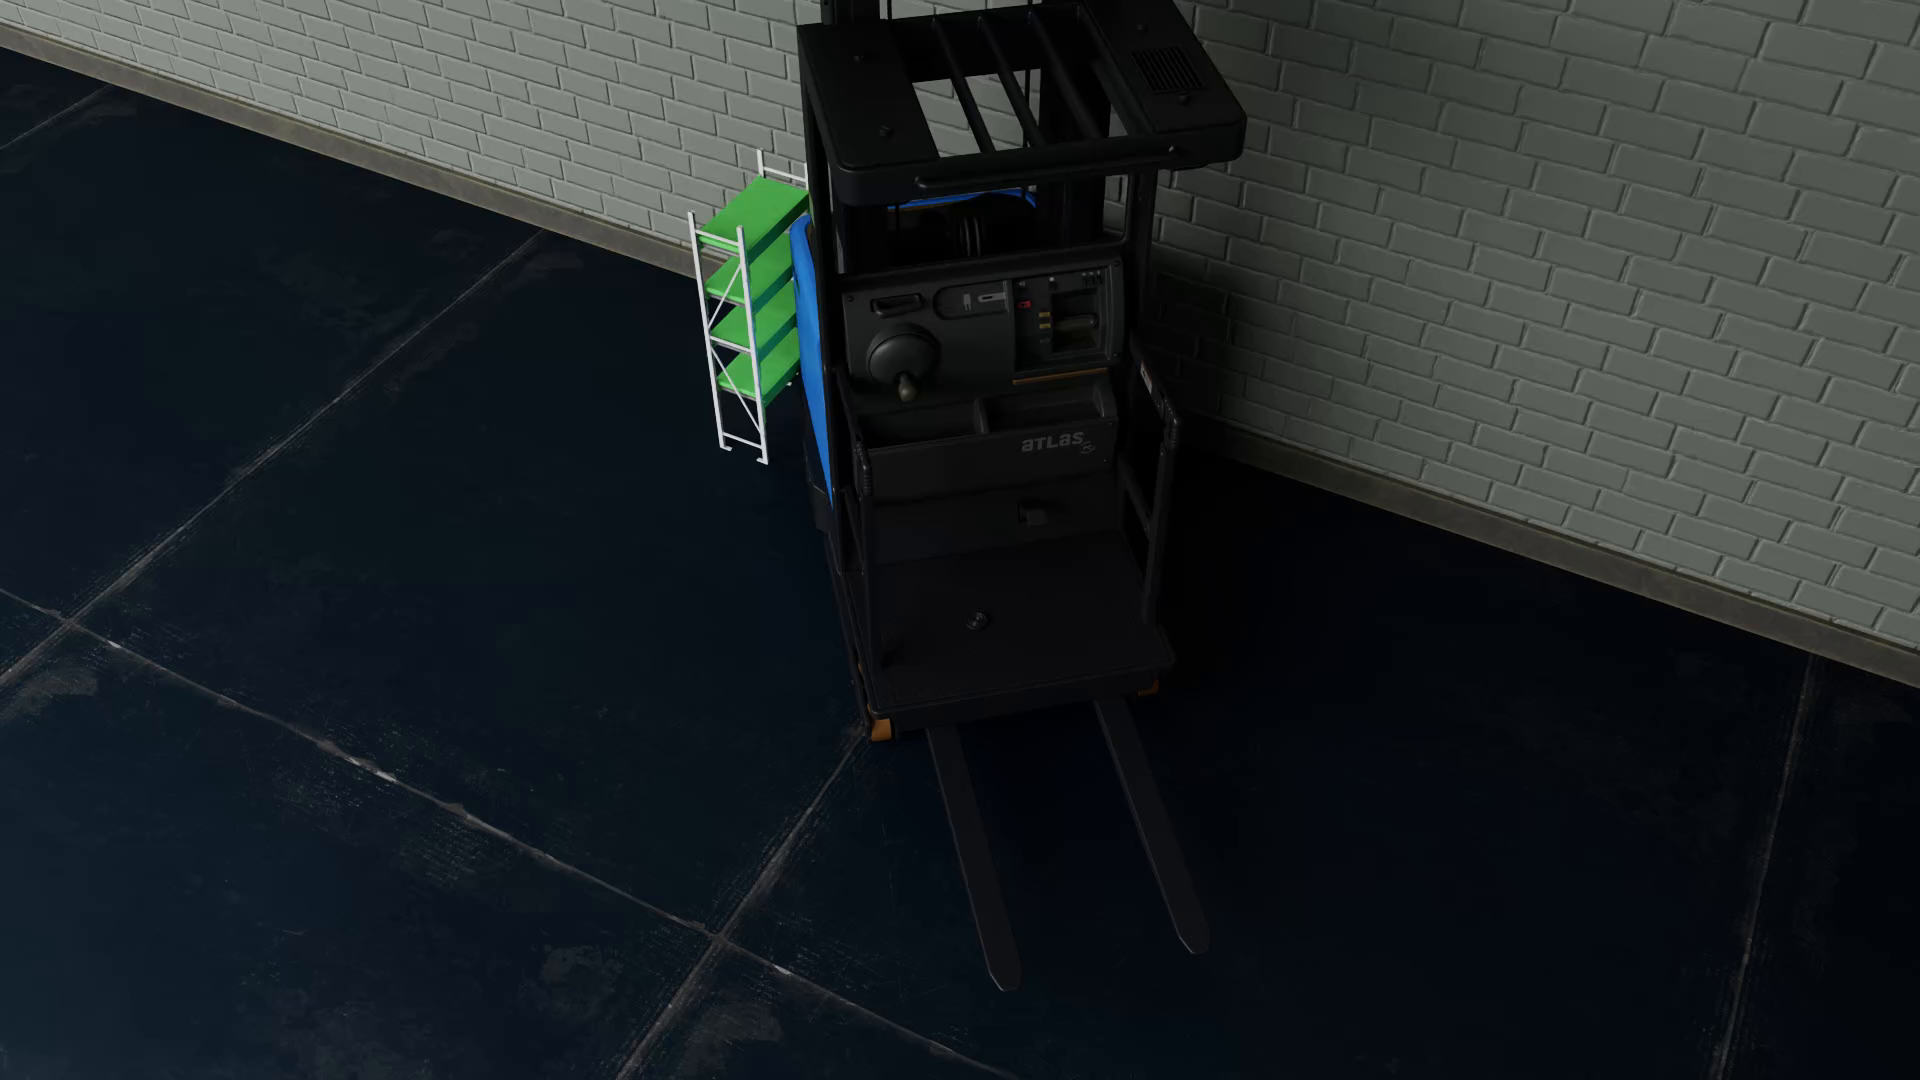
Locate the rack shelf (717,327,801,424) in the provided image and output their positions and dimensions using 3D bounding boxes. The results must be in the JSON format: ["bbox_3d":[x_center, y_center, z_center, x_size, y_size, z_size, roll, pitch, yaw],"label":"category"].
[{"bbox_3d":[-0.808,-0.726,7.051,0.258,0.148,0.480,20,49,19],"label":"rack shelf"}]

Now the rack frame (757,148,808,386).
[{"bbox_3d":[-0.696,-1.094,6.987,0.240,1.200,0.015,20,49,19],"label":"rack frame"}]

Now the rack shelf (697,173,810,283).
[{"bbox_3d":[-0.808,-1.232,6.539,0.258,0.148,0.480,20,49,19],"label":"rack shelf"}]

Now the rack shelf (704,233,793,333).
[{"bbox_3d":[-0.808,-1.063,6.710,0.258,0.148,0.480,20,49,19],"label":"rack shelf"}]

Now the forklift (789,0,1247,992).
[{"bbox_3d":[0.132,-0.598,5.280,1.130,2.935,3.031,-9,46,-9],"label":"forklift"}]

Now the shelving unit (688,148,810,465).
[{"bbox_3d":[-0.808,-0.939,6.835,0.258,1.200,0.503,20,49,19],"label":"shelving unit"}]

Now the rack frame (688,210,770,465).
[{"bbox_3d":[-0.920,-0.785,6.683,0.240,1.200,0.015,20,49,19],"label":"rack frame"}]

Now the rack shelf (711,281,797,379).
[{"bbox_3d":[-0.808,-0.895,6.880,0.258,0.148,0.480,20,49,19],"label":"rack shelf"}]
